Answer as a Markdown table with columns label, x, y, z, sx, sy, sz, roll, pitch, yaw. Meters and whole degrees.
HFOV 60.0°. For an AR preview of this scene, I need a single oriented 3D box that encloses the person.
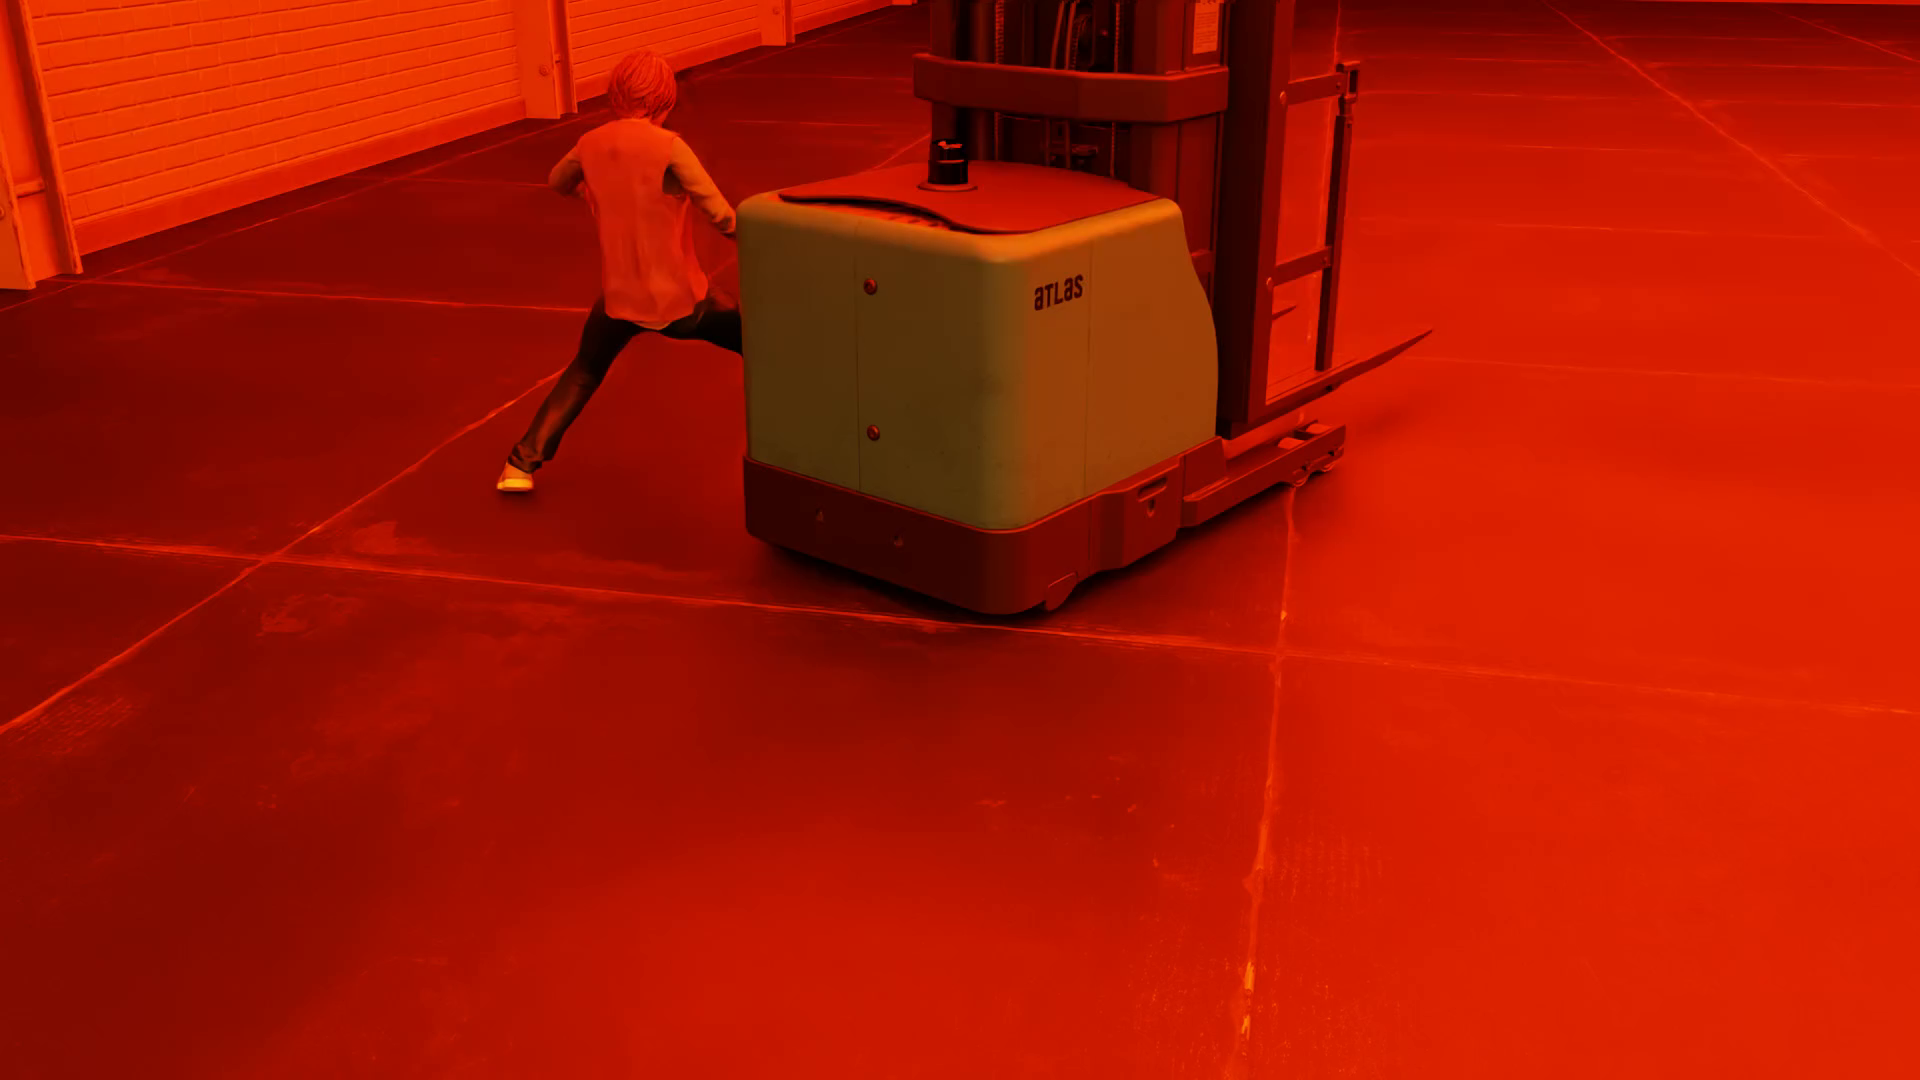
| label | x | y | z | sx | sy | sz | roll | pitch | yaw |
| --- | --- | --- | --- | --- | --- | --- | --- | --- | --- |
| person | -0.968 | -0.861 | 5.397 | 0.992 | 1.422 | 0.899 | 10 | 24 | 22 |

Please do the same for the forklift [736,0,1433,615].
| label | x | y | z | sx | sy | sz | roll | pitch | yaw |
| --- | --- | --- | --- | --- | --- | --- | --- | --- | --- |
| forklift | 0.674 | -1.640 | 5.289 | 1.130 | 2.935 | 3.031 | 17 | 28 | 36 |
